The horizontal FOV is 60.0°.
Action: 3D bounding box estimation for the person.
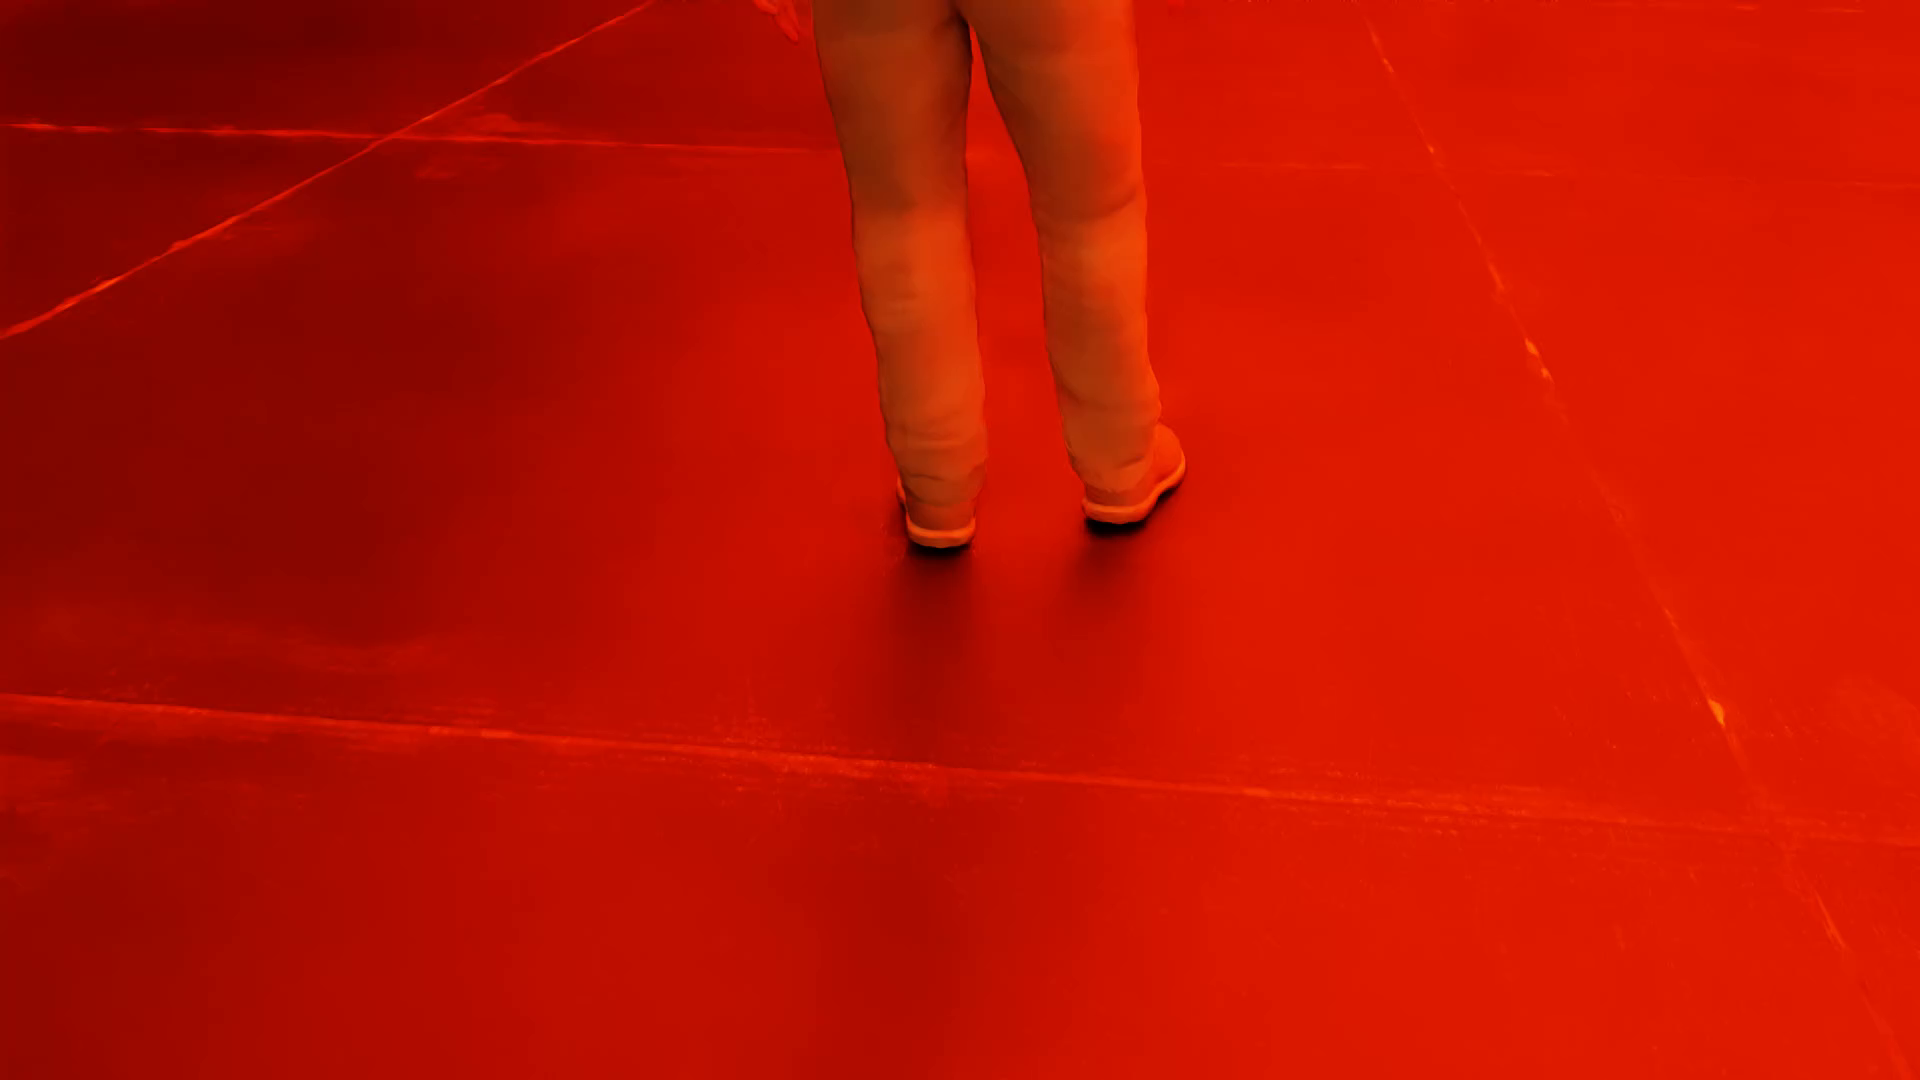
[{"bbox_3d":[0.022,-0.838,2.166,0.640,1.781,0.574,3,27,7],"label":"person"}]
